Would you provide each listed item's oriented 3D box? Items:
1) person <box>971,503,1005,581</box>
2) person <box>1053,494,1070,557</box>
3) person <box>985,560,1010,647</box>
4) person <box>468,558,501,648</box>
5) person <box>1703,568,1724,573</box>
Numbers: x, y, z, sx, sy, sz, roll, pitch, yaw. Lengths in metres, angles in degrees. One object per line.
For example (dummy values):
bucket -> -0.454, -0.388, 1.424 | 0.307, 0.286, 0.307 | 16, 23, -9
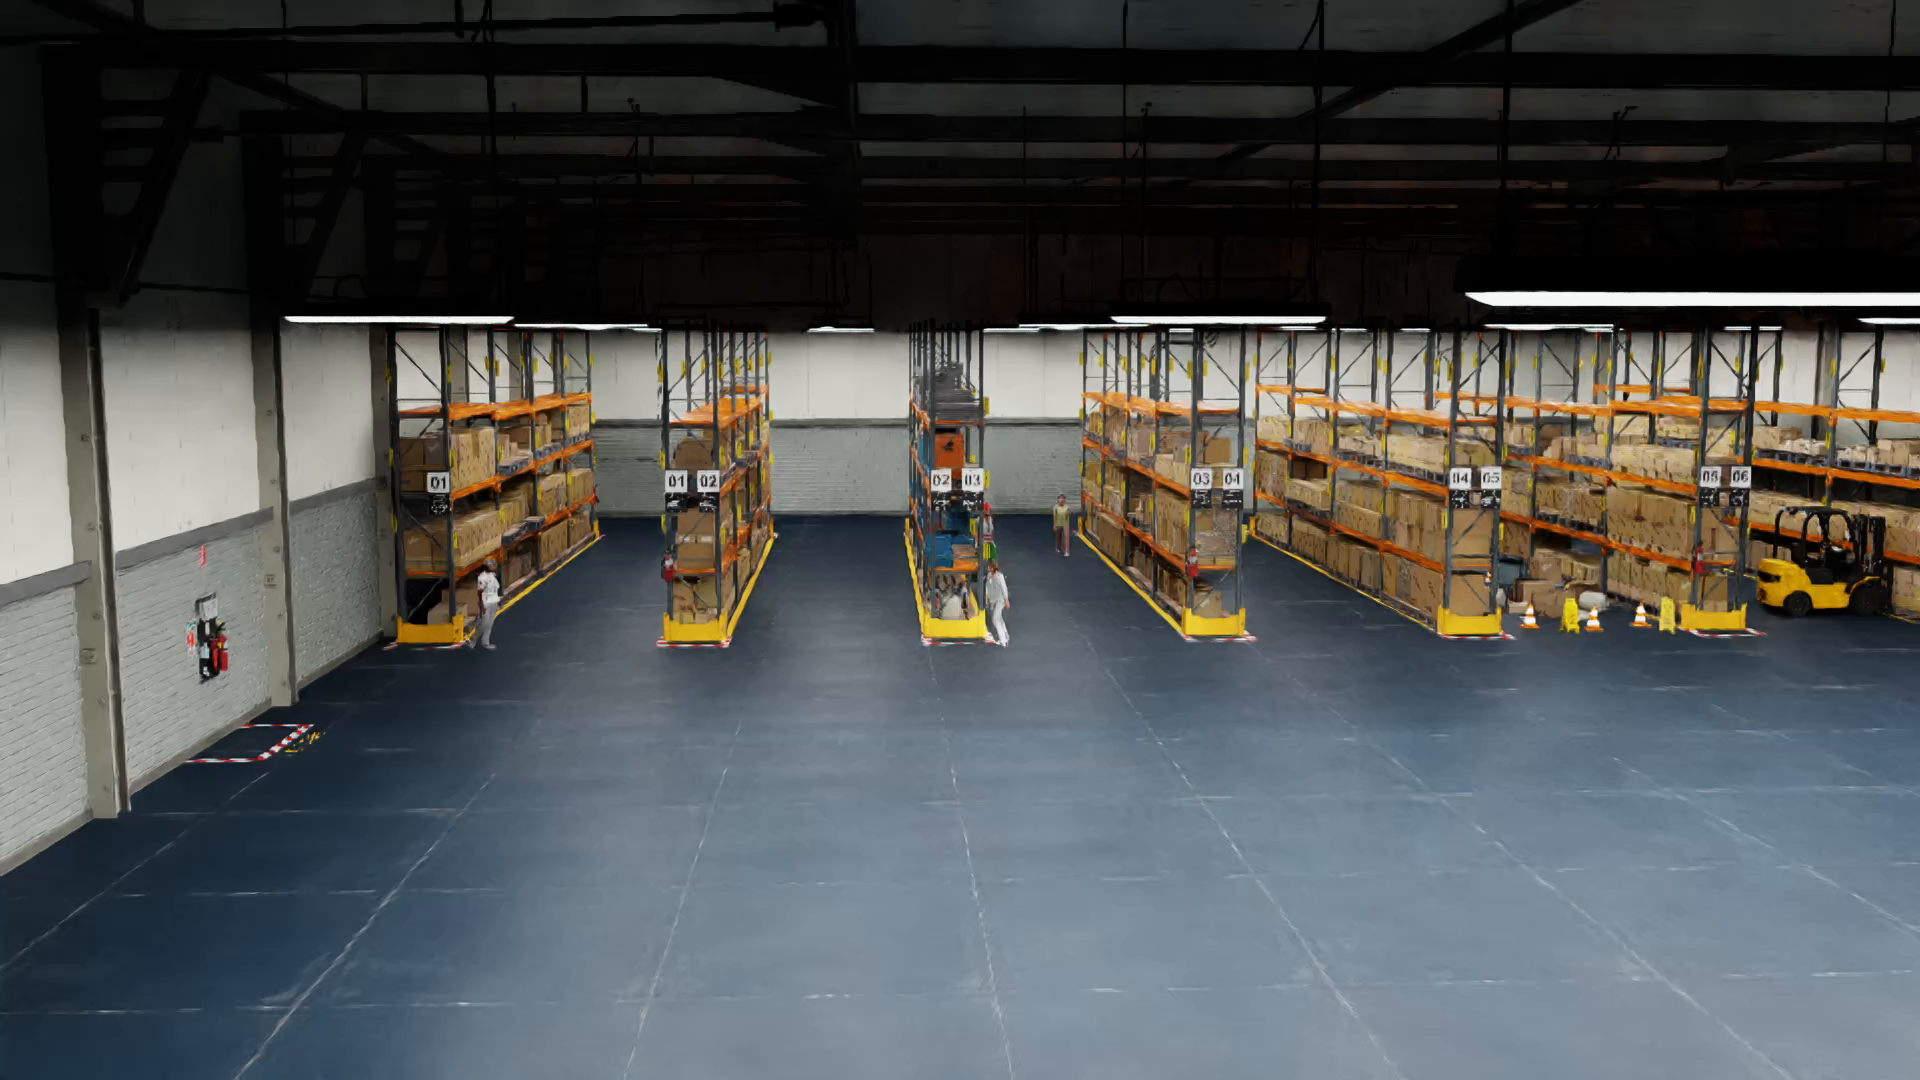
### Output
person -> 0.583, 0.055, 36.471 | 0.591, 1.759, 0.794 | -5, 8, -33
person -> 2.616, -0.387, 43.013 | 0.448, 1.569, 1.094 | 0, 7, 0
person -> 0.716, 1.144, 30.653 | 0.460, 1.582, 0.532 | -5, 9, -38
person -> -8.672, 1.160, 30.276 | 0.459, 1.654, 0.628 | 3, 8, 24
person -> 16.180, 0.417, 35.758 | 0.447, 1.771, 0.632 | -5, 9, -35
